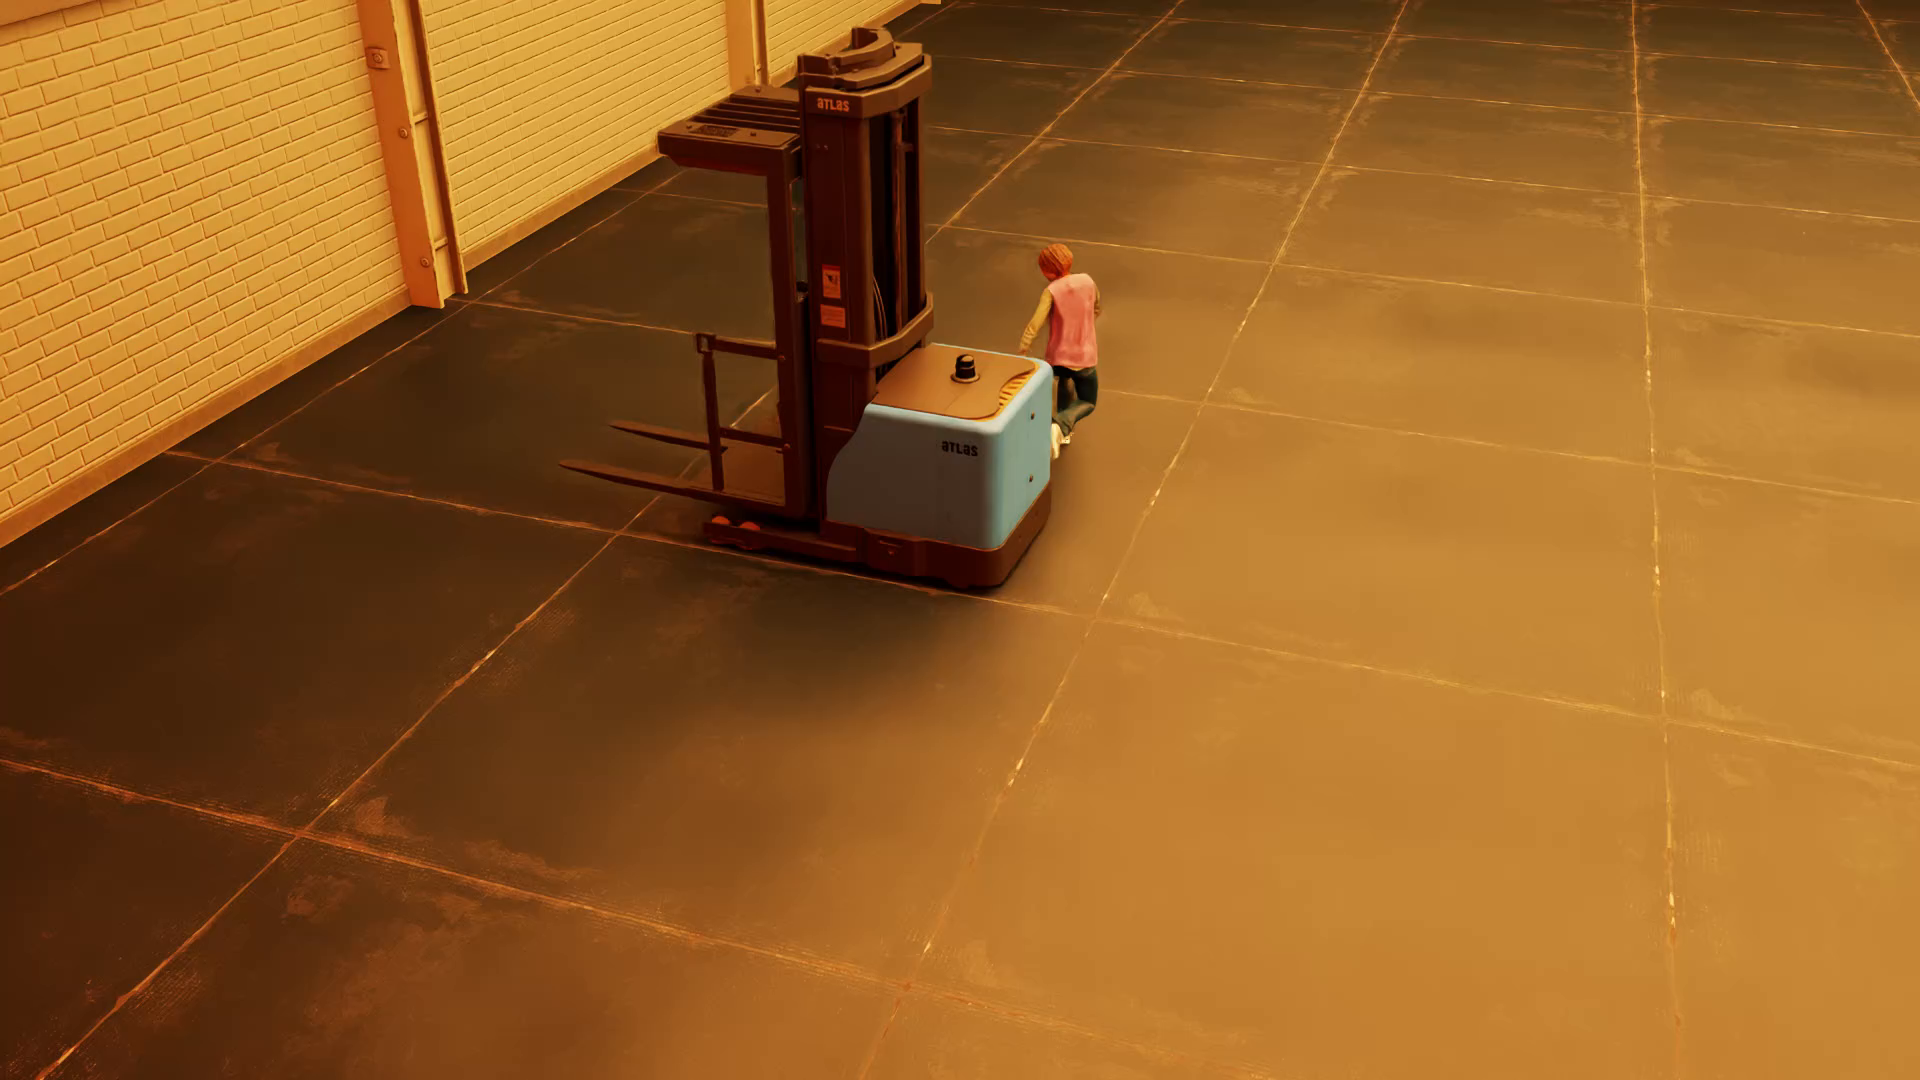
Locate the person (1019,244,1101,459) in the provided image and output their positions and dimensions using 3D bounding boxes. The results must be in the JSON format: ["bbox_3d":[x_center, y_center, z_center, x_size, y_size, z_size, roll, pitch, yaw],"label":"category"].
[{"bbox_3d":[0.645,-1.221,10.892,0.542,1.375,0.749,4,30,7],"label":"person"}]

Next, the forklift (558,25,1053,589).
[{"bbox_3d":[-1.010,-1.443,9.668,3.031,2.935,1.130,11,31,18],"label":"forklift"}]
